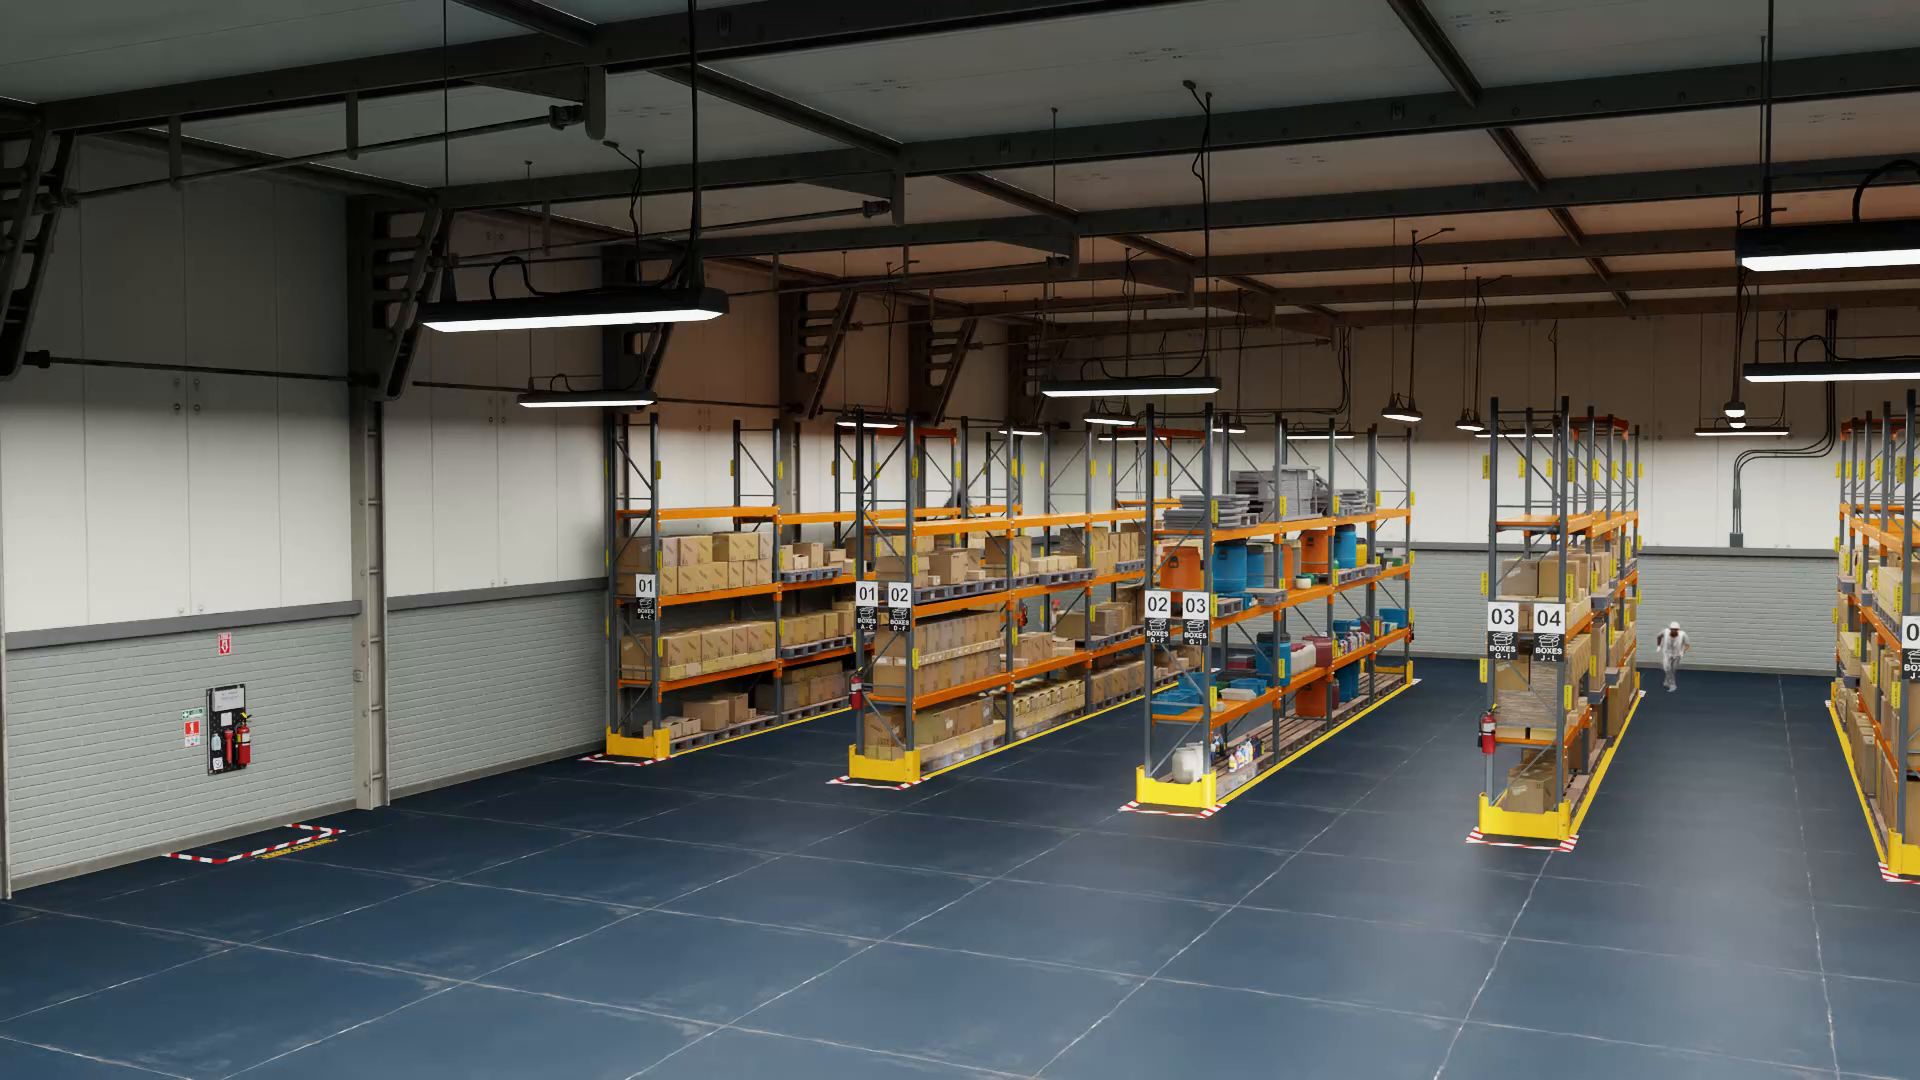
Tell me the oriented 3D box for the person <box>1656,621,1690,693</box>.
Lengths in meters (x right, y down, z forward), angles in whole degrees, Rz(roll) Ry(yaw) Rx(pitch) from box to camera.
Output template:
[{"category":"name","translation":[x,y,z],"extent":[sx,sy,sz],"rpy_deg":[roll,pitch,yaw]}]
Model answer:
[{"category":"person","translation":[16.189,2.576,37.779],"extent":[0.696,1.521,1.125],"rpy_deg":[1,3,20]}]

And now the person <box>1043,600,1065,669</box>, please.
[{"category":"person","translation":[2.435,2.373,41.944],"extent":[0.685,1.744,0.505],"rpy_deg":[0,2,4]}]
